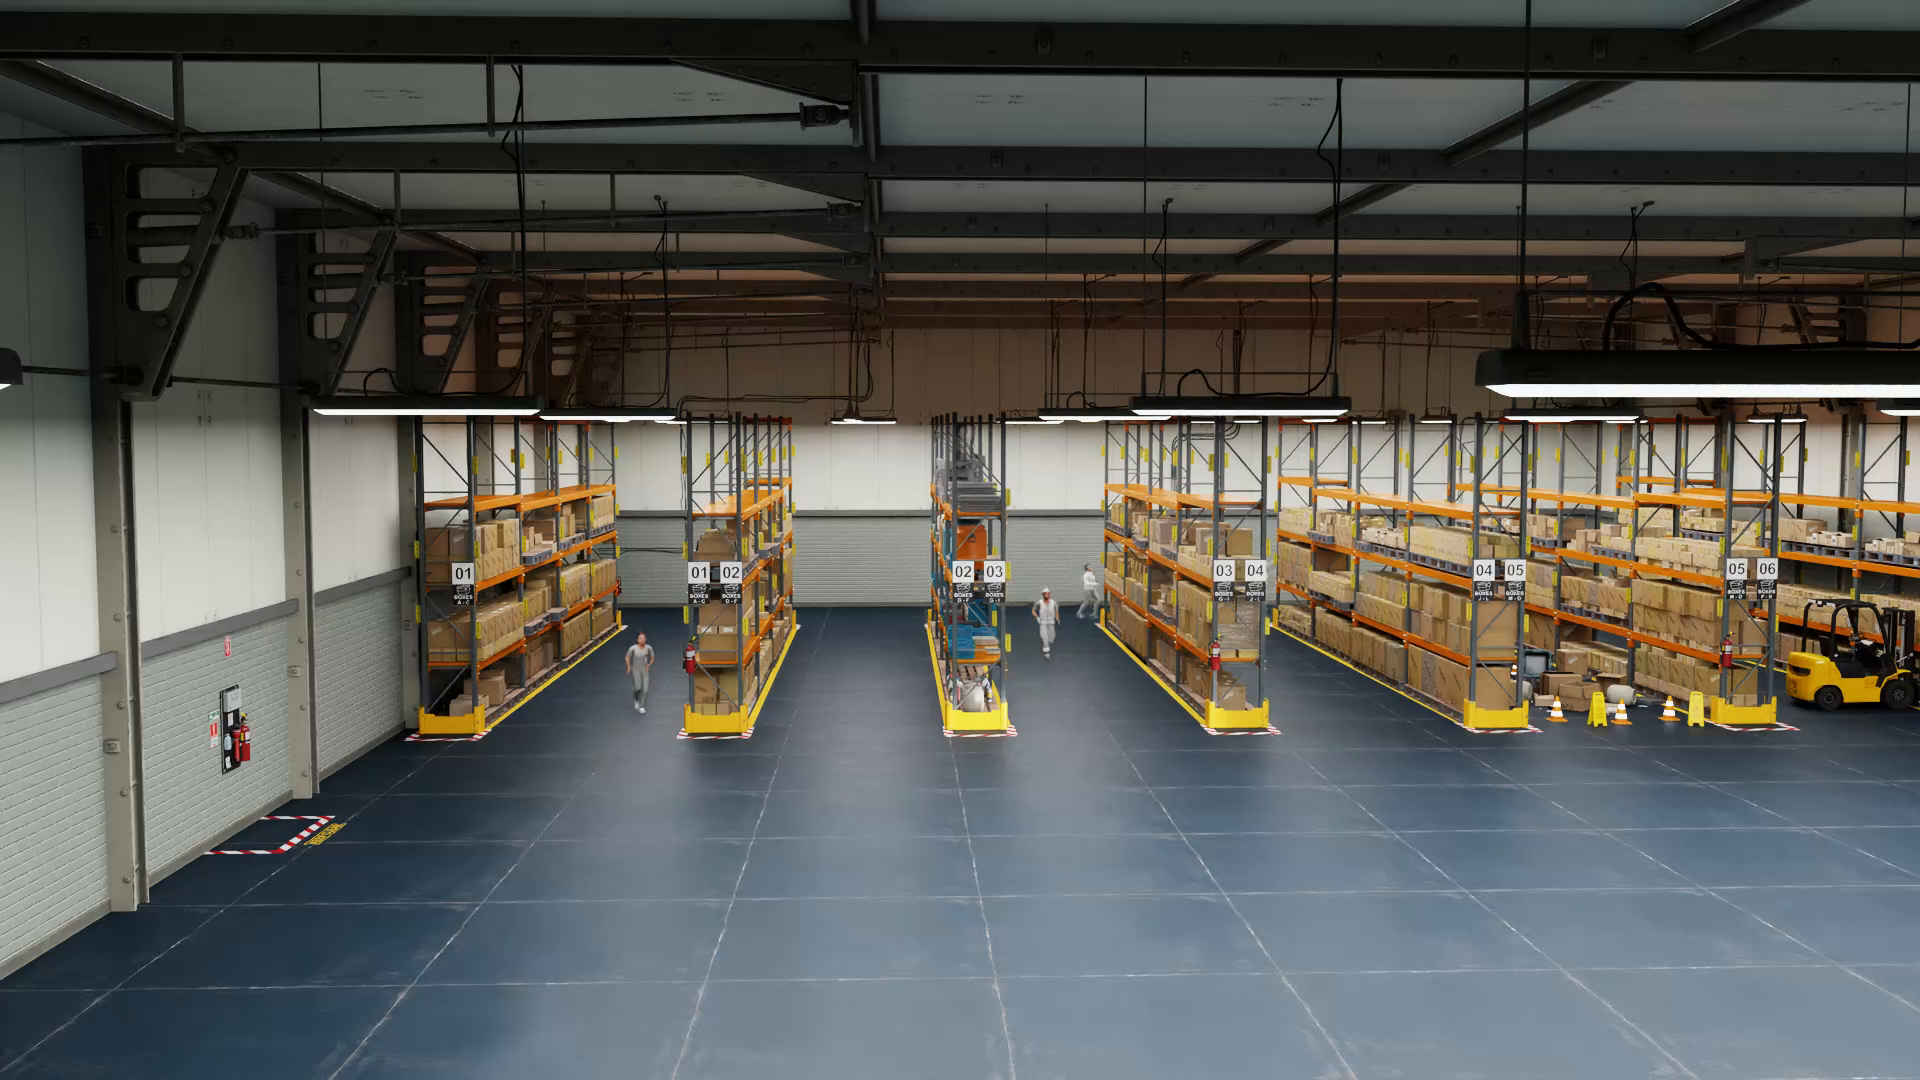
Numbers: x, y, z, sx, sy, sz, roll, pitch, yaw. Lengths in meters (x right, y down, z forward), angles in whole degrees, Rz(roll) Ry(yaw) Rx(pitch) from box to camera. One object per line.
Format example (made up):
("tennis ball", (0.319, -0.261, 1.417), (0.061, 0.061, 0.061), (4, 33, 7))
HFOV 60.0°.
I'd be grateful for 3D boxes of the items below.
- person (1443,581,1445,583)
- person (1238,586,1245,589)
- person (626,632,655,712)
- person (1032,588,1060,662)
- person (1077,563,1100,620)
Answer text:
("person", (15.077, 1.361, 51.189), (0.762, 1.835, 0.625), (-2, 4, -24))
("person", (7.992, 1.642, 47.341), (0.709, 1.733, 0.573), (1, 4, 18))
("person", (-6.362, 2.653, 33.166), (0.547, 1.618, 0.639), (-1, 4, -19))
("person", (2.074, 2.044, 40.297), (0.655, 1.751, 0.690), (-1, 4, -10))
("person", (3.850, 1.531, 49.536), (0.736, 1.728, 0.619), (3, 5, 34))
